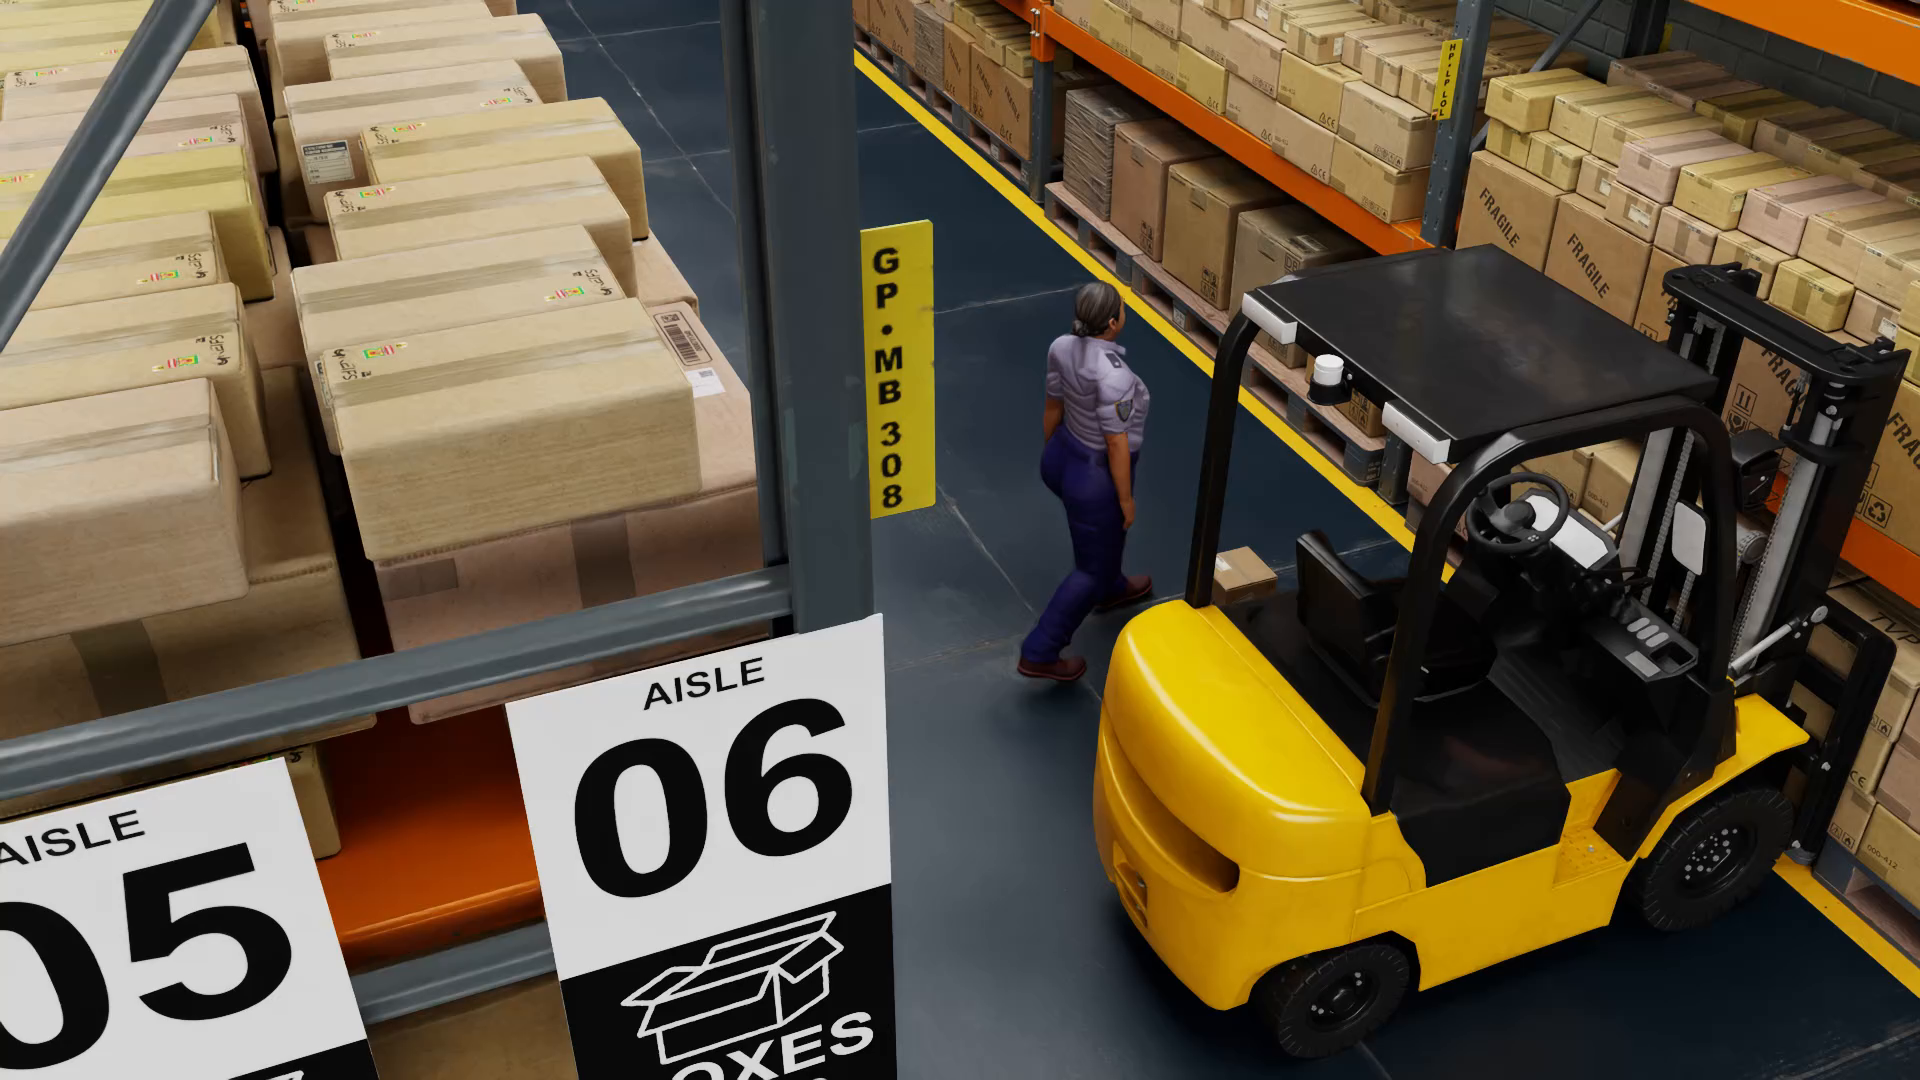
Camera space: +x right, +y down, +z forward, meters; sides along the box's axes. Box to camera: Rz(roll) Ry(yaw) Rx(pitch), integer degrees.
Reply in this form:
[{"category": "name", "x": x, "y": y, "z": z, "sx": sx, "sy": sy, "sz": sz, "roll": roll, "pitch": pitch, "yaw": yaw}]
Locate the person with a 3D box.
[{"category": "person", "x": 0.535, "y": -0.258, "z": 6.528, "sx": 0.872, "sy": 1.611, "sz": 0.530, "roll": -17, "pitch": 37, "yaw": -23}]
